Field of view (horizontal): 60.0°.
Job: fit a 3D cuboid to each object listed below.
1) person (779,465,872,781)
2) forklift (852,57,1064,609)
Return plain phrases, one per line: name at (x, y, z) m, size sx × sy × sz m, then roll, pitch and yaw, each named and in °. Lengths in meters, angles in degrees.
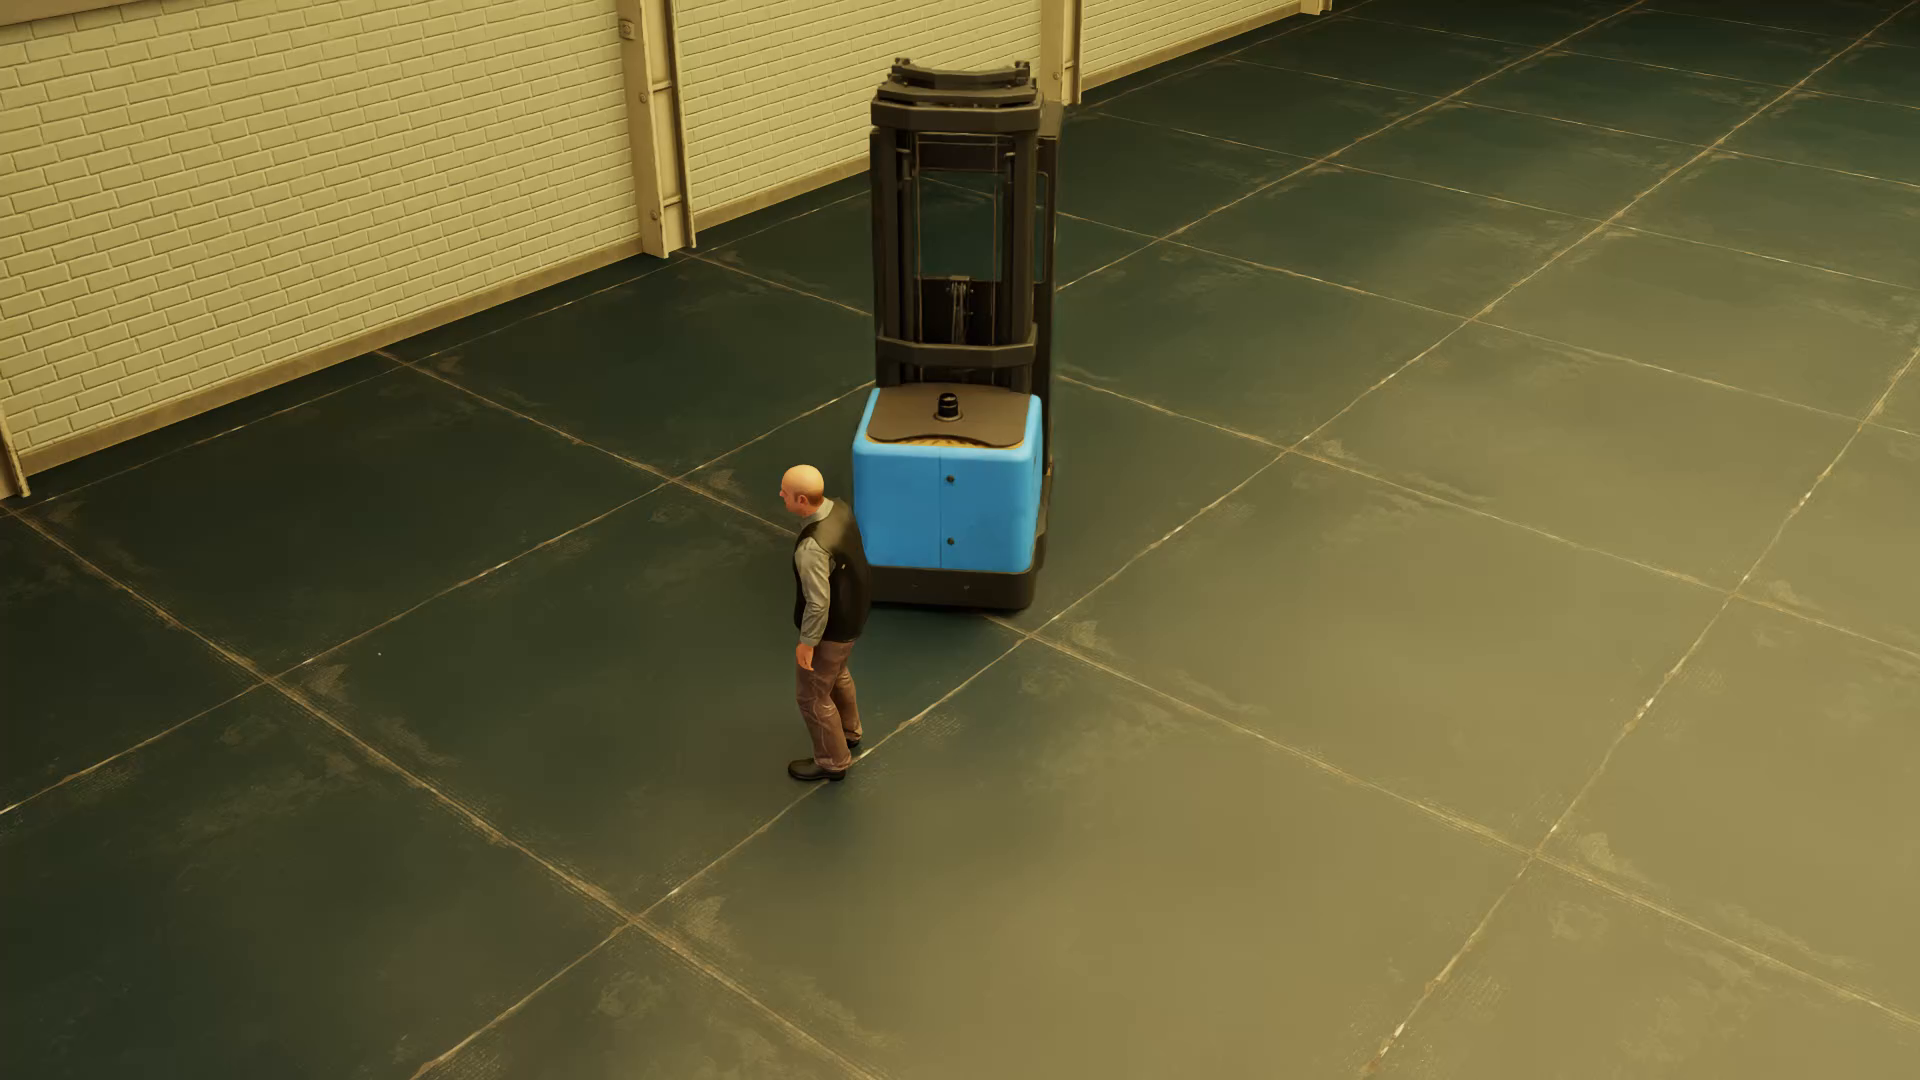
person at (-0.643, 0.400, 8.112) m, size 0.421 × 1.720 × 0.590 m, roll 6°, pitch 31°, yaw 10°
forklift at (0.047, -1.584, 10.305) m, size 1.130 × 2.935 × 3.031 m, roll 3°, pitch 30°, yaw 5°
